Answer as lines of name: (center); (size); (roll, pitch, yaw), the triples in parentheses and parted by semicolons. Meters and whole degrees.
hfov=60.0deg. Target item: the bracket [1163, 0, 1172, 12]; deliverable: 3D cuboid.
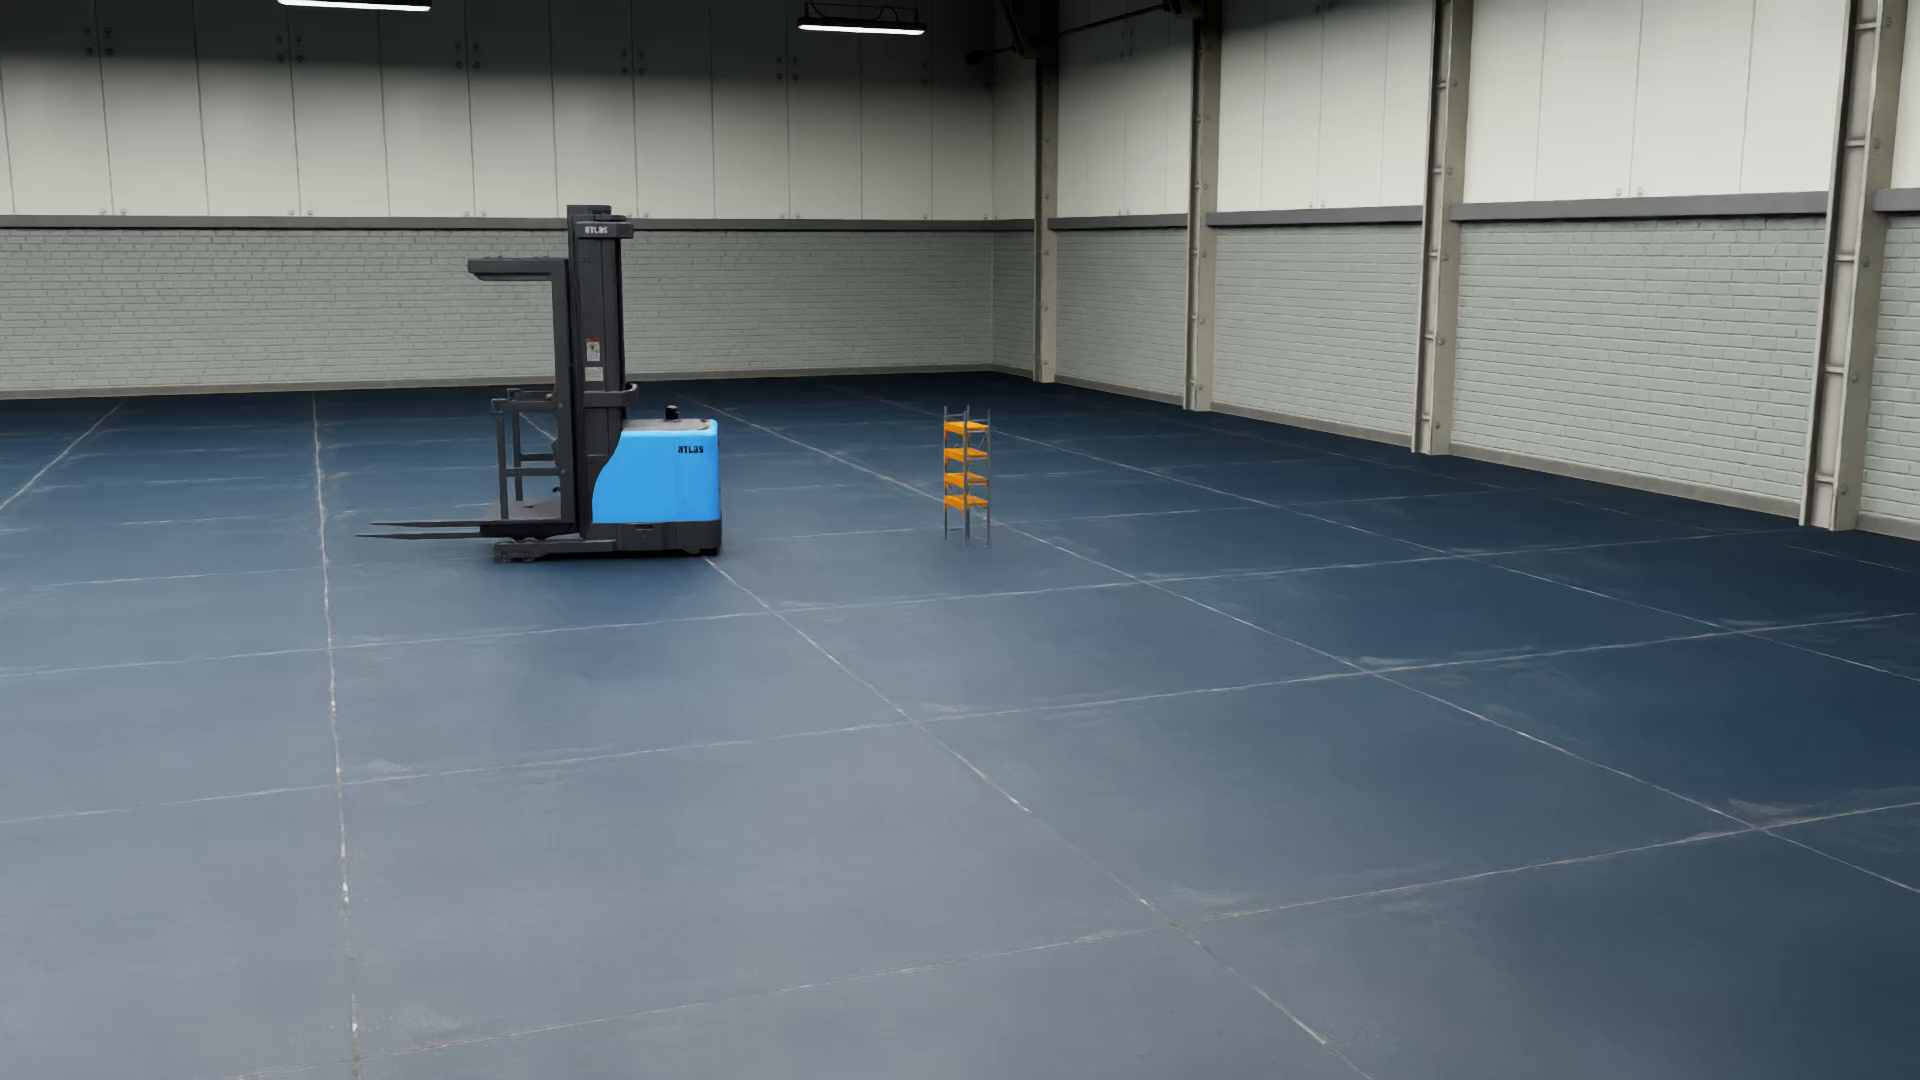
bracket: (3.324, -8.331, 25.781); (0.235, 0.232, 0.430); (-4, 11, -21)

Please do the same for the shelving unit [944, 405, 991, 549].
shelving unit: (0.060, -0.564, 14.663); (0.258, 1.200, 0.503); (-4, 11, -21)

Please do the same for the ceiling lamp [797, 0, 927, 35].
ceiling lamp: (-1.592, -9.421, 25.521); (2.000, 3.185, 0.800); (-4, 11, -21)

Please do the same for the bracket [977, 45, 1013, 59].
bracket: (0.505, -9.601, 32.919); (0.076, 0.066, 3.189); (-4, 11, -21)

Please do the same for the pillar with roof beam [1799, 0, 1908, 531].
pillar with roof beam: (4.141, -4.281, 13.294); (9.100, 9.000, 0.400); (-4, 11, -21)

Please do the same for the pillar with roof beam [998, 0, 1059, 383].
pillar with roof beam: (-2.382, -7.219, 29.811); (9.100, 9.000, 0.548); (-4, 11, -21)

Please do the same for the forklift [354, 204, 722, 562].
forklift: (-3.597, -1.357, 14.178); (3.031, 2.935, 1.130); (-1, 10, -8)

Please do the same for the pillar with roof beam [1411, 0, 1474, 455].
pillar with roof beam: (1.967, -5.261, 18.800); (9.100, 9.000, 0.400); (-4, 11, -21)

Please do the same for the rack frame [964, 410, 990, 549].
rack frame: (0.148, -0.524, 14.439); (0.240, 1.200, 0.015); (-4, 11, -21)

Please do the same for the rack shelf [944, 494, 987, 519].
rack shelf: (0.060, -0.302, 14.710); (0.258, 0.148, 0.480); (-4, 11, -21)

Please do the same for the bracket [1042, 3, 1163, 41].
bracket: (2.384, -8.754, 28.160); (0.076, 0.066, 4.783); (-4, 11, -21)

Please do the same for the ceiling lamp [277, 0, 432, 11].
ceiling lamp: (-8.434, -8.955, 22.902); (2.000, 3.185, 0.800); (-4, 11, -21)

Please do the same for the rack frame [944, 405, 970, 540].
rack frame: (-0.028, -0.604, 14.887); (0.240, 1.200, 0.015); (-4, 11, -21)

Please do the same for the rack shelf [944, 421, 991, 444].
rack shelf: (0.060, -0.951, 14.594); (0.258, 0.148, 0.480); (-4, 11, -21)

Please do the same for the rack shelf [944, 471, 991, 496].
rack shelf: (0.060, -0.497, 14.675); (0.258, 0.148, 0.480); (-4, 11, -21)

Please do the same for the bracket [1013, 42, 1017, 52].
bracket: (1.149, -9.310, 31.286); (0.235, 0.232, 0.430); (-4, 11, -21)

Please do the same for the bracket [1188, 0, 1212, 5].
bracket: (3.624, -8.195, 25.019); (0.235, 0.232, 0.430); (-4, 11, -21)

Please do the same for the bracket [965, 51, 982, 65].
bracket: (0.291, -9.697, 33.461); (0.235, 0.232, 0.430); (-4, 11, -21)

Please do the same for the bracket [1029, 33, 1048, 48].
bracket: (1.450, -9.175, 30.525); (0.235, 0.232, 0.430); (-4, 11, -21)

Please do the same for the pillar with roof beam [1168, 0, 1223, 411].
pillar with roof beam: (-0.208, -6.240, 24.306); (9.100, 9.000, 0.548); (-4, 11, -21)

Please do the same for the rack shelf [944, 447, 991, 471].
rack shelf: (0.060, -0.718, 14.636); (0.258, 0.148, 0.480); (-4, 11, -21)
